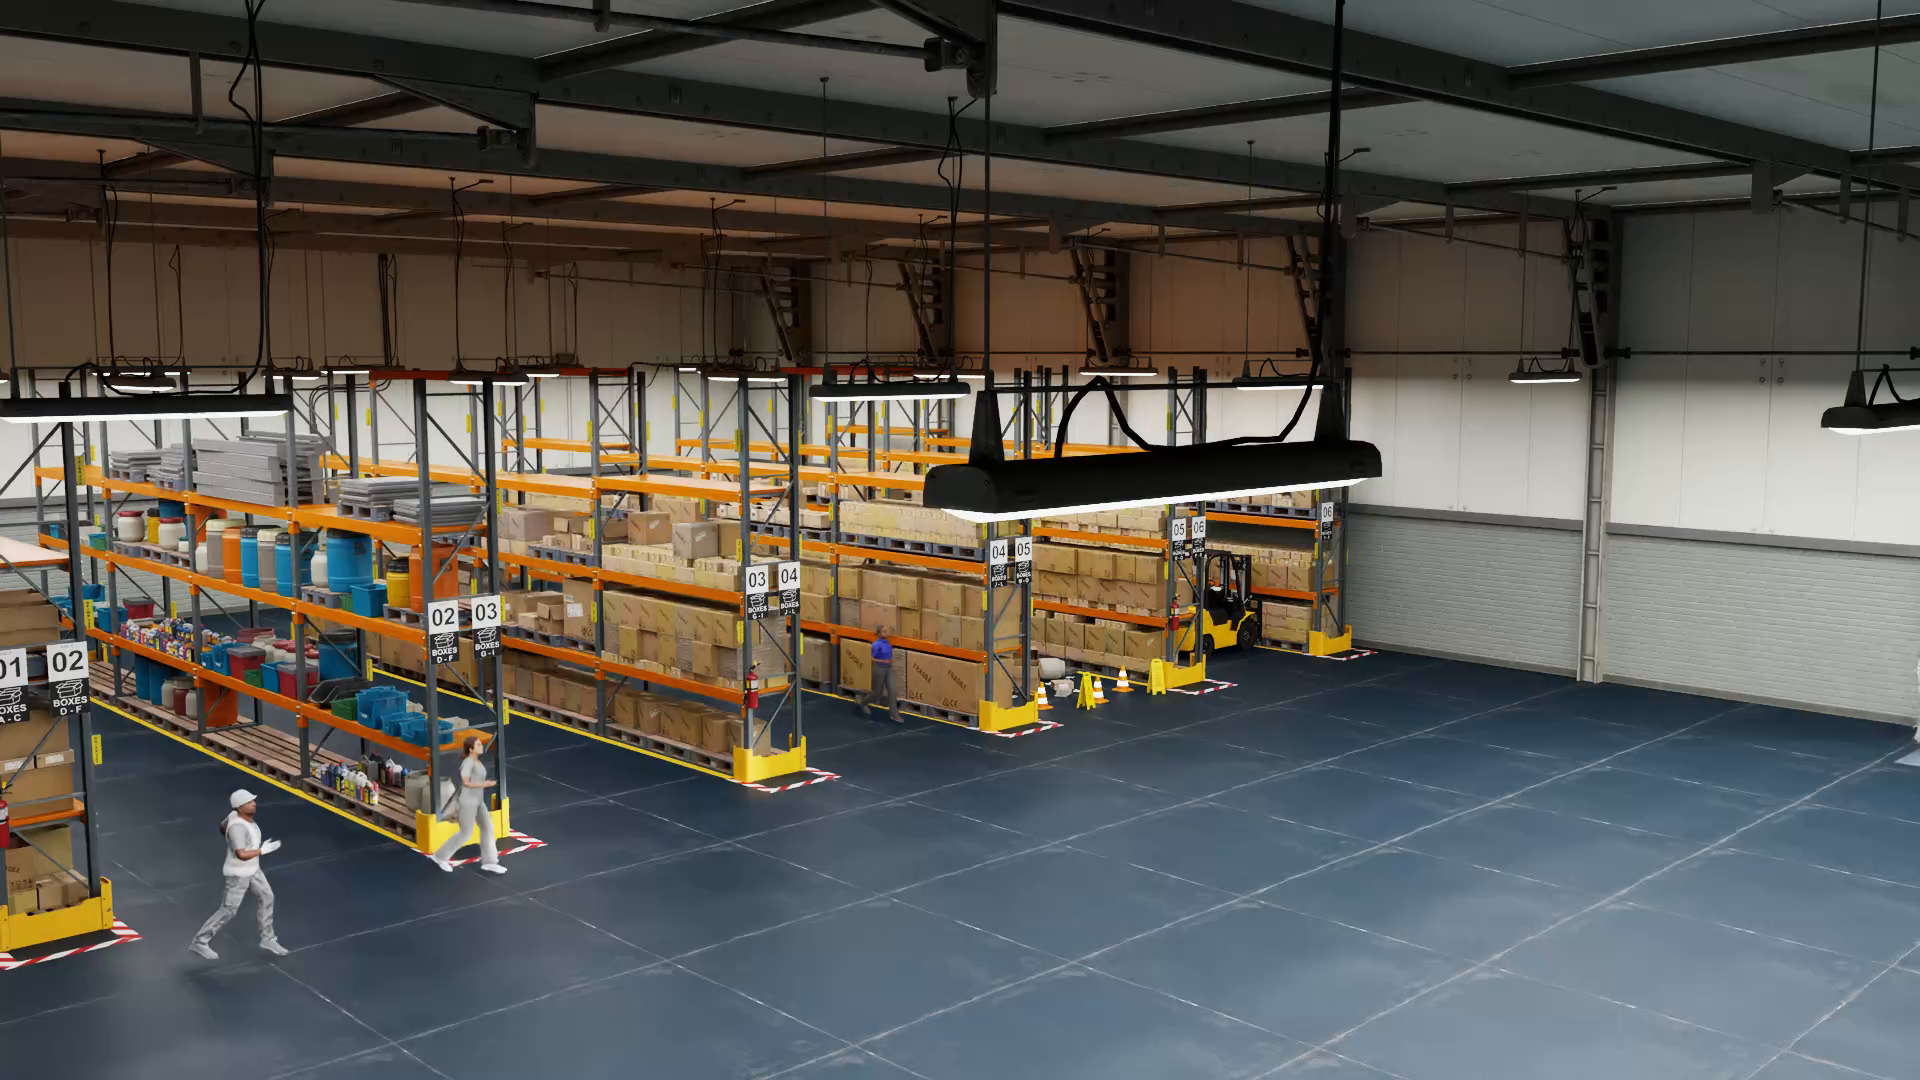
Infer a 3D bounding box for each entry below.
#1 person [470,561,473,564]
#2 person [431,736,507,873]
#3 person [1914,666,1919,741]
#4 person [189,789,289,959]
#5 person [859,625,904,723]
[{"bbox_3d":[-11.545,1.078,39.564,0.683,1.614,0.517,2,7,16],"label":"person"},{"bbox_3d":[-5.968,3.218,20.245,0.889,1.678,0.578,0,6,-2],"label":"person"},{"bbox_3d":[15.776,2.479,26.788,0.666,1.724,0.592,2,7,18],"label":"person"},{"bbox_3d":[-7.539,3.495,17.326,0.928,1.829,0.696,-1,7,-13],"label":"person"},{"bbox_3d":[-1.344,2.287,28.560,0.920,1.645,0.581,5,8,37],"label":"person"}]
